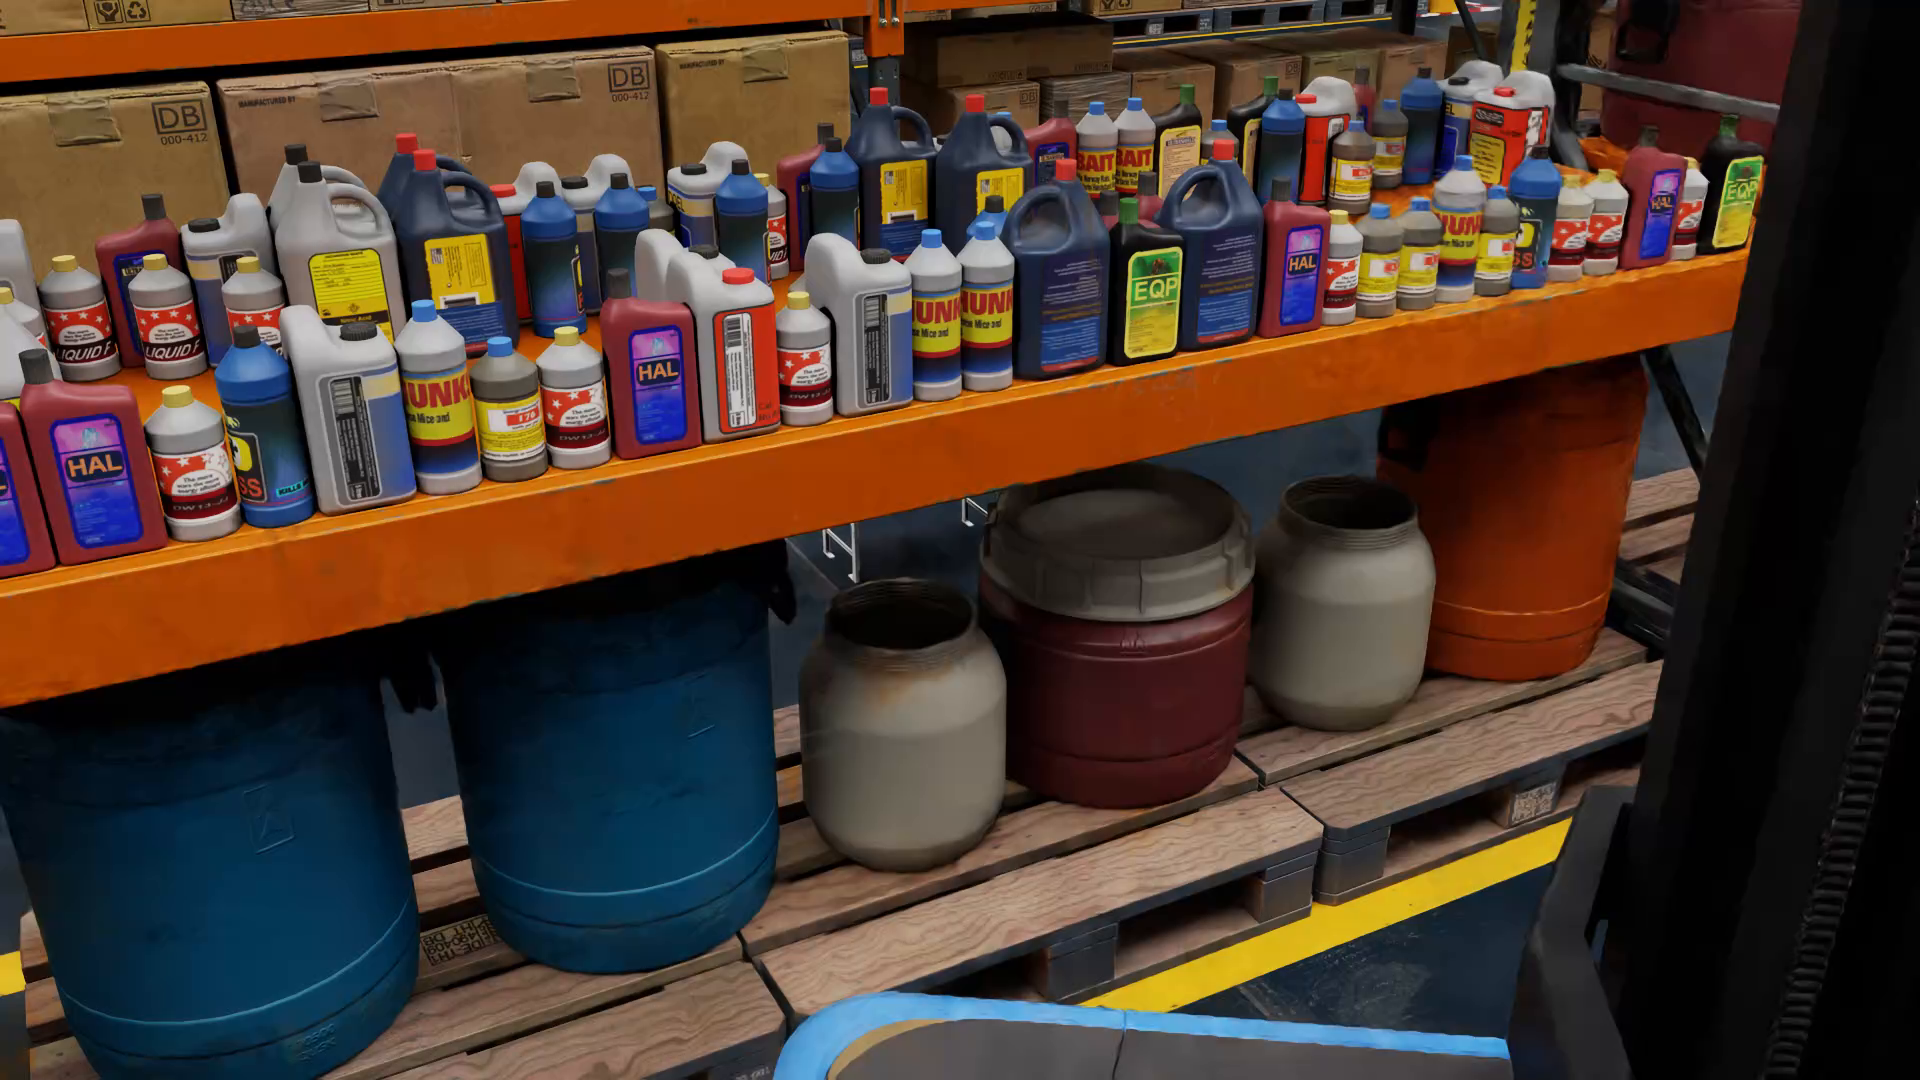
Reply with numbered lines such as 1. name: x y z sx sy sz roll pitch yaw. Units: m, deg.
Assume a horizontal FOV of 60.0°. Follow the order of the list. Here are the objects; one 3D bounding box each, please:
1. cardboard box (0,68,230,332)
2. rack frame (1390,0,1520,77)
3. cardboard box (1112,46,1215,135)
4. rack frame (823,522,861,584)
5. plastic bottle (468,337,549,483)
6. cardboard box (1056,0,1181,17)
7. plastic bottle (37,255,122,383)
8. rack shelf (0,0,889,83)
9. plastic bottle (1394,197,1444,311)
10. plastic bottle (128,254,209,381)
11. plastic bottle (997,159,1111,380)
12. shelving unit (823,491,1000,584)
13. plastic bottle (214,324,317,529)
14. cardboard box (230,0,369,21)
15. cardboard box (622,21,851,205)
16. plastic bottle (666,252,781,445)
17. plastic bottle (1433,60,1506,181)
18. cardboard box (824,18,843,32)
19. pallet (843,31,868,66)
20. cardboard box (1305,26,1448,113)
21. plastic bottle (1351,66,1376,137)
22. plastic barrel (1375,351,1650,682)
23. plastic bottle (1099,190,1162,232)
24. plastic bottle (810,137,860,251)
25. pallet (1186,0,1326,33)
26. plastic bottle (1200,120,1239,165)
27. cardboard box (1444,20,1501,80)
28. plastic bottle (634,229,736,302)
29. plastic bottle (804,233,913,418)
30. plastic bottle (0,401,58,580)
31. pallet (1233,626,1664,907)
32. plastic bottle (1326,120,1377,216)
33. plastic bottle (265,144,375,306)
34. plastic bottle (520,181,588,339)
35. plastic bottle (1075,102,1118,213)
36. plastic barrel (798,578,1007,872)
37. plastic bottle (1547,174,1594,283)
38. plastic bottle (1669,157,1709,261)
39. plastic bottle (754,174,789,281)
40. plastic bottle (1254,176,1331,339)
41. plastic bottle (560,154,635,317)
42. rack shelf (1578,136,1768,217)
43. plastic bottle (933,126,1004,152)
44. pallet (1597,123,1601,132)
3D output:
1. cardboard box: -3.545 -1.489 6.855 0.875 0.875 1.225 -13 29 -25
2. rack frame: 2.958 -3.749 9.592 0.127 3.000 1.000 -13 29 -25
3. cardboard box: 0.991 -2.385 9.132 0.500 0.500 0.700 -11 28 -21
4. rack frame: -0.361 -0.457 4.817 0.015 1.200 0.240 -13 29 -25
5. plastic bottle: -0.658 -0.194 2.419 0.097 0.201 0.097 0 26 0
6. cardboard box: 1.302 -4.996 14.160 0.875 0.875 0.875 -13 28 -24
7. plastic bottle: -1.485 -0.376 2.797 0.097 0.201 0.097 0 26 0
8. rack shelf: -2.336 -2.202 7.202 4.000 0.370 1.077 -13 29 -25
9. plastic bottle: 0.860 -0.545 3.149 0.097 0.201 0.097 0 26 0
10. plastic bottle: -1.338 -0.380 2.805 0.097 0.201 0.097 0 26 0
11. plastic bottle: 0.154 -0.461 2.801 0.185 0.351 0.144 -13 29 -25
12. shelving unit: -0.146 -0.507 4.920 0.503 1.200 0.258 -13 29 -25
13. plastic bottle: -0.949 -0.159 2.264 0.097 0.271 0.097 0 26 0
14. cardboard box: -2.692 -2.367 6.599 0.500 0.500 0.500 -14 29 -26
15. cardboard box: -1.190 -2.033 7.988 0.875 0.875 1.225 -14 29 -27
16. plastic bottle: -0.365 -0.309 2.571 0.135 0.276 0.152 -13 29 -25
17. plastic bottle: 1.226 -1.022 4.056 0.135 0.276 0.152 -13 29 -25
18. cardboard box: -1.466 -4.293 12.840 0.750 0.750 1.050 -13 28 -24
19. pallet: -1.010 -3.970 13.275 1.213 0.211 1.003 -13 29 -25
20. cardboard box: 2.407 -2.703 9.794 0.500 0.500 0.700 -15 30 -29
21. plastic bottle: 0.914 -0.976 3.951 0.133 0.283 0.061 -13 29 -25
22. plastic barrel: 1.336 -0.147 4.113 0.708 0.830 0.600 -13 29 -25
23. plastic bottle: 0.286 -0.470 2.898 0.133 0.283 0.061 -13 29 -25
24. plastic bottle: -0.248 -0.663 3.314 0.097 0.271 0.097 0 26 0
25. pallet: 2.499 -4.782 14.965 1.213 0.211 1.003 -13 29 -25
26. plastic bottle: 0.585 -0.854 3.792 0.097 0.201 0.097 0 26 0
27. cardboard box: 3.330 -2.877 10.180 0.500 0.500 0.500 -14 29 -27
28. plastic bottle: -0.437 -0.367 2.692 0.135 0.276 0.152 -13 29 -25
29. plastic bottle: -0.160 -0.356 2.670 0.135 0.276 0.152 -13 29 -25
30. plastic bottle: -1.246 -0.087 2.100 0.133 0.283 0.061 -13 29 -25
31. pallet: 1.084 0.391 4.191 1.213 0.211 1.003 -13 29 -25
32. plastic bottle: 0.893 -0.850 3.784 0.097 0.201 0.097 0 26 0
33. plastic bottle: -1.113 -0.518 2.919 0.185 0.351 0.144 -13 29 -25
34. plastic bottle: -0.732 -0.507 2.988 0.097 0.271 0.097 0 26 0
35. plastic bottle: 0.295 -0.818 3.637 0.097 0.271 0.097 0 26 0
36. plastic barrel: -0.117 0.375 3.392 0.421 0.512 0.421 0 26 0
37. plastic bottle: 1.204 -0.624 3.314 0.097 0.201 0.097 0 26 0
38. plastic bottle: 1.493 -0.691 3.453 0.097 0.201 0.097 0 26 0
39. plastic bottle: -0.394 -0.628 3.321 0.097 0.201 0.097 0 26 0
40. plastic bottle: 0.595 -0.512 2.985 0.133 0.283 0.061 -13 29 -25
41. plastic bottle: -0.688 -0.580 3.136 0.135 0.276 0.152 -13 29 -25
42. rack shelf: 3.524 -1.125 4.959 4.000 0.370 1.077 -13 29 -25
43. plastic bottle: 0.002 -0.739 3.467 0.135 0.276 0.152 -13 29 -25
44. pallet: 4.612 -2.892 11.030 1.213 0.211 1.003 -13 29 -25
